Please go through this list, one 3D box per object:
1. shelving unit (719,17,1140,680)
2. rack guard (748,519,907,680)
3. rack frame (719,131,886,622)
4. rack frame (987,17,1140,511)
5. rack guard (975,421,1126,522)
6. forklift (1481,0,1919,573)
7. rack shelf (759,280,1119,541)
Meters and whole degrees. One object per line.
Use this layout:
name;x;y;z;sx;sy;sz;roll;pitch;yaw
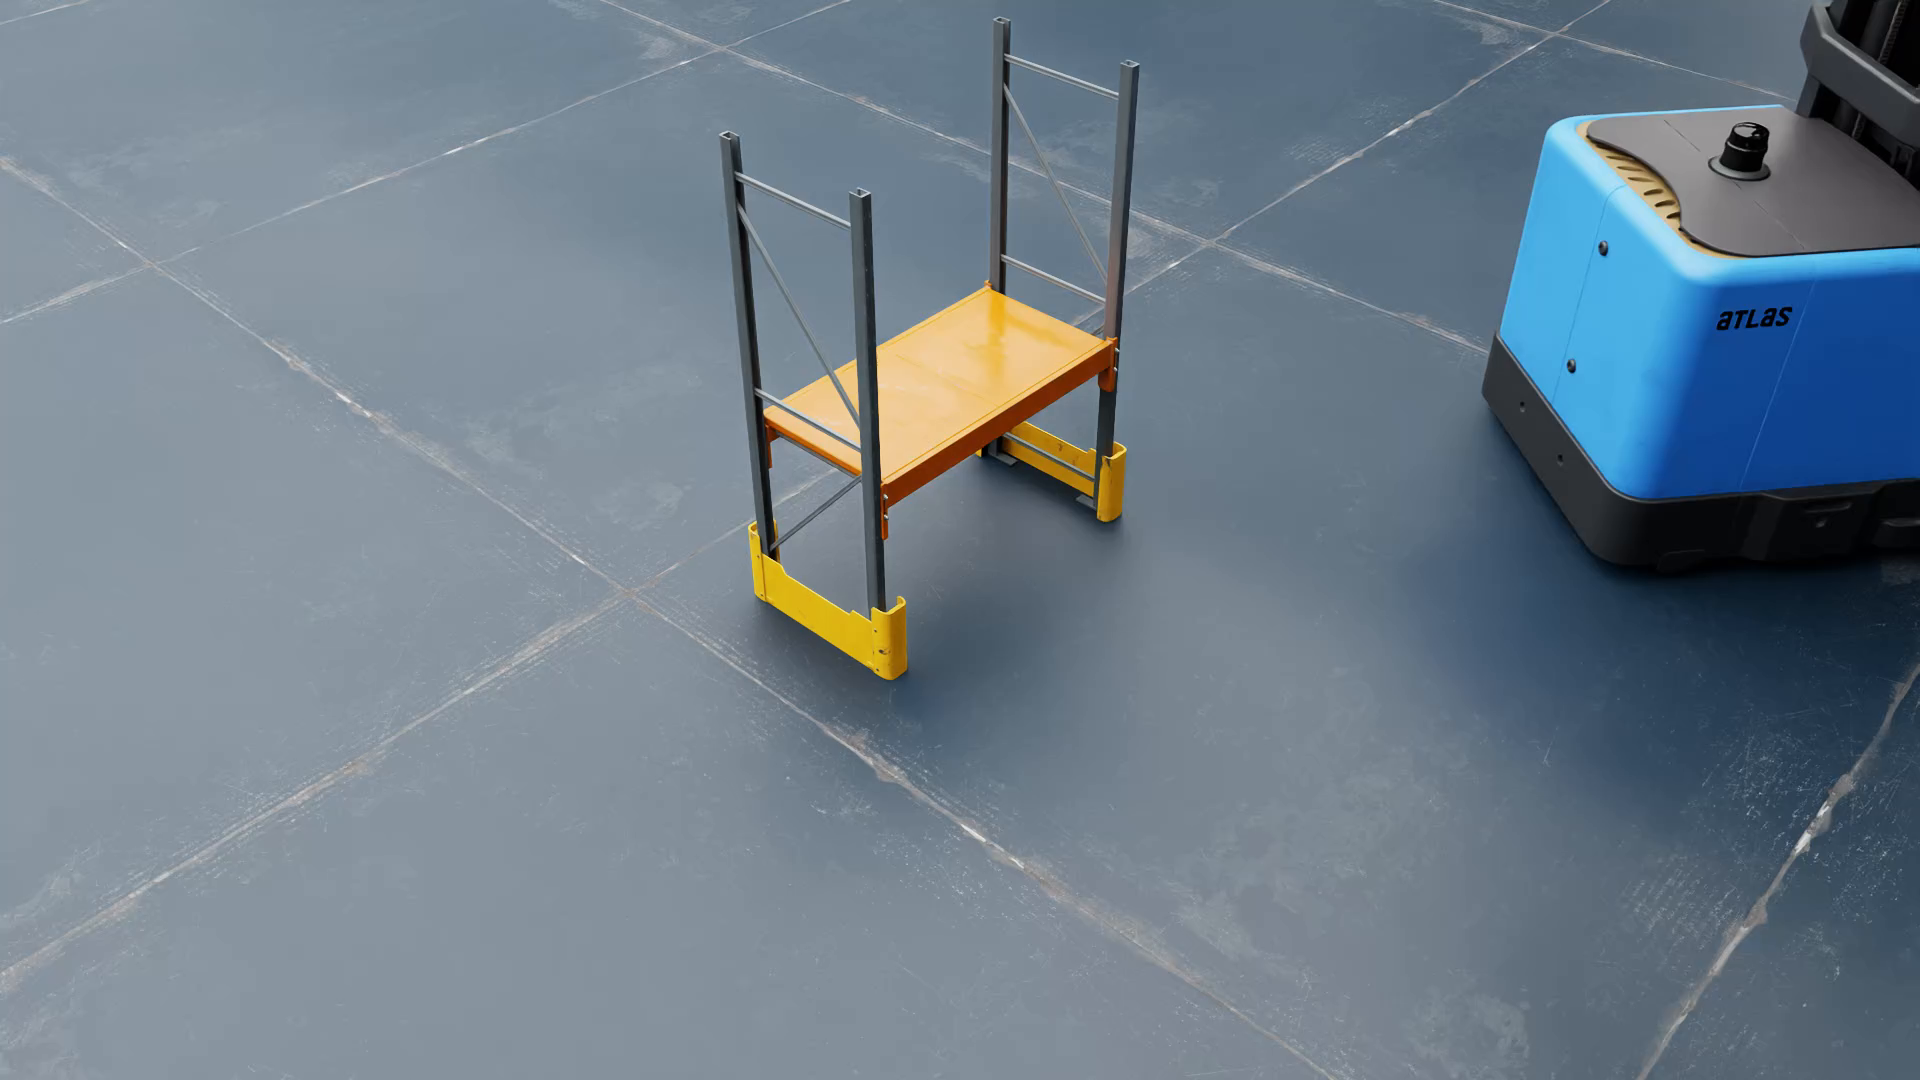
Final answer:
shelving unit;-0.051;-0.552;4.739;0.587;1.500;1.083;30;47;32
rack guard;-0.387;0.166;4.840;0.587;0.250;0.087;30;47;32
rack frame;-0.401;-0.314;4.440;0.500;1.500;0.032;30;47;32
rack frame;0.285;-0.781;5.028;0.500;1.500;0.032;30;47;32
rack guard;0.285;-0.292;5.416;0.587;0.250;0.087;30;47;32
forklift;3.369;-1.455;4.725;3.031;2.935;1.130;-5;39;-6
rack shelf;-0.058;-0.407;4.846;0.538;0.185;1.000;30;47;32
